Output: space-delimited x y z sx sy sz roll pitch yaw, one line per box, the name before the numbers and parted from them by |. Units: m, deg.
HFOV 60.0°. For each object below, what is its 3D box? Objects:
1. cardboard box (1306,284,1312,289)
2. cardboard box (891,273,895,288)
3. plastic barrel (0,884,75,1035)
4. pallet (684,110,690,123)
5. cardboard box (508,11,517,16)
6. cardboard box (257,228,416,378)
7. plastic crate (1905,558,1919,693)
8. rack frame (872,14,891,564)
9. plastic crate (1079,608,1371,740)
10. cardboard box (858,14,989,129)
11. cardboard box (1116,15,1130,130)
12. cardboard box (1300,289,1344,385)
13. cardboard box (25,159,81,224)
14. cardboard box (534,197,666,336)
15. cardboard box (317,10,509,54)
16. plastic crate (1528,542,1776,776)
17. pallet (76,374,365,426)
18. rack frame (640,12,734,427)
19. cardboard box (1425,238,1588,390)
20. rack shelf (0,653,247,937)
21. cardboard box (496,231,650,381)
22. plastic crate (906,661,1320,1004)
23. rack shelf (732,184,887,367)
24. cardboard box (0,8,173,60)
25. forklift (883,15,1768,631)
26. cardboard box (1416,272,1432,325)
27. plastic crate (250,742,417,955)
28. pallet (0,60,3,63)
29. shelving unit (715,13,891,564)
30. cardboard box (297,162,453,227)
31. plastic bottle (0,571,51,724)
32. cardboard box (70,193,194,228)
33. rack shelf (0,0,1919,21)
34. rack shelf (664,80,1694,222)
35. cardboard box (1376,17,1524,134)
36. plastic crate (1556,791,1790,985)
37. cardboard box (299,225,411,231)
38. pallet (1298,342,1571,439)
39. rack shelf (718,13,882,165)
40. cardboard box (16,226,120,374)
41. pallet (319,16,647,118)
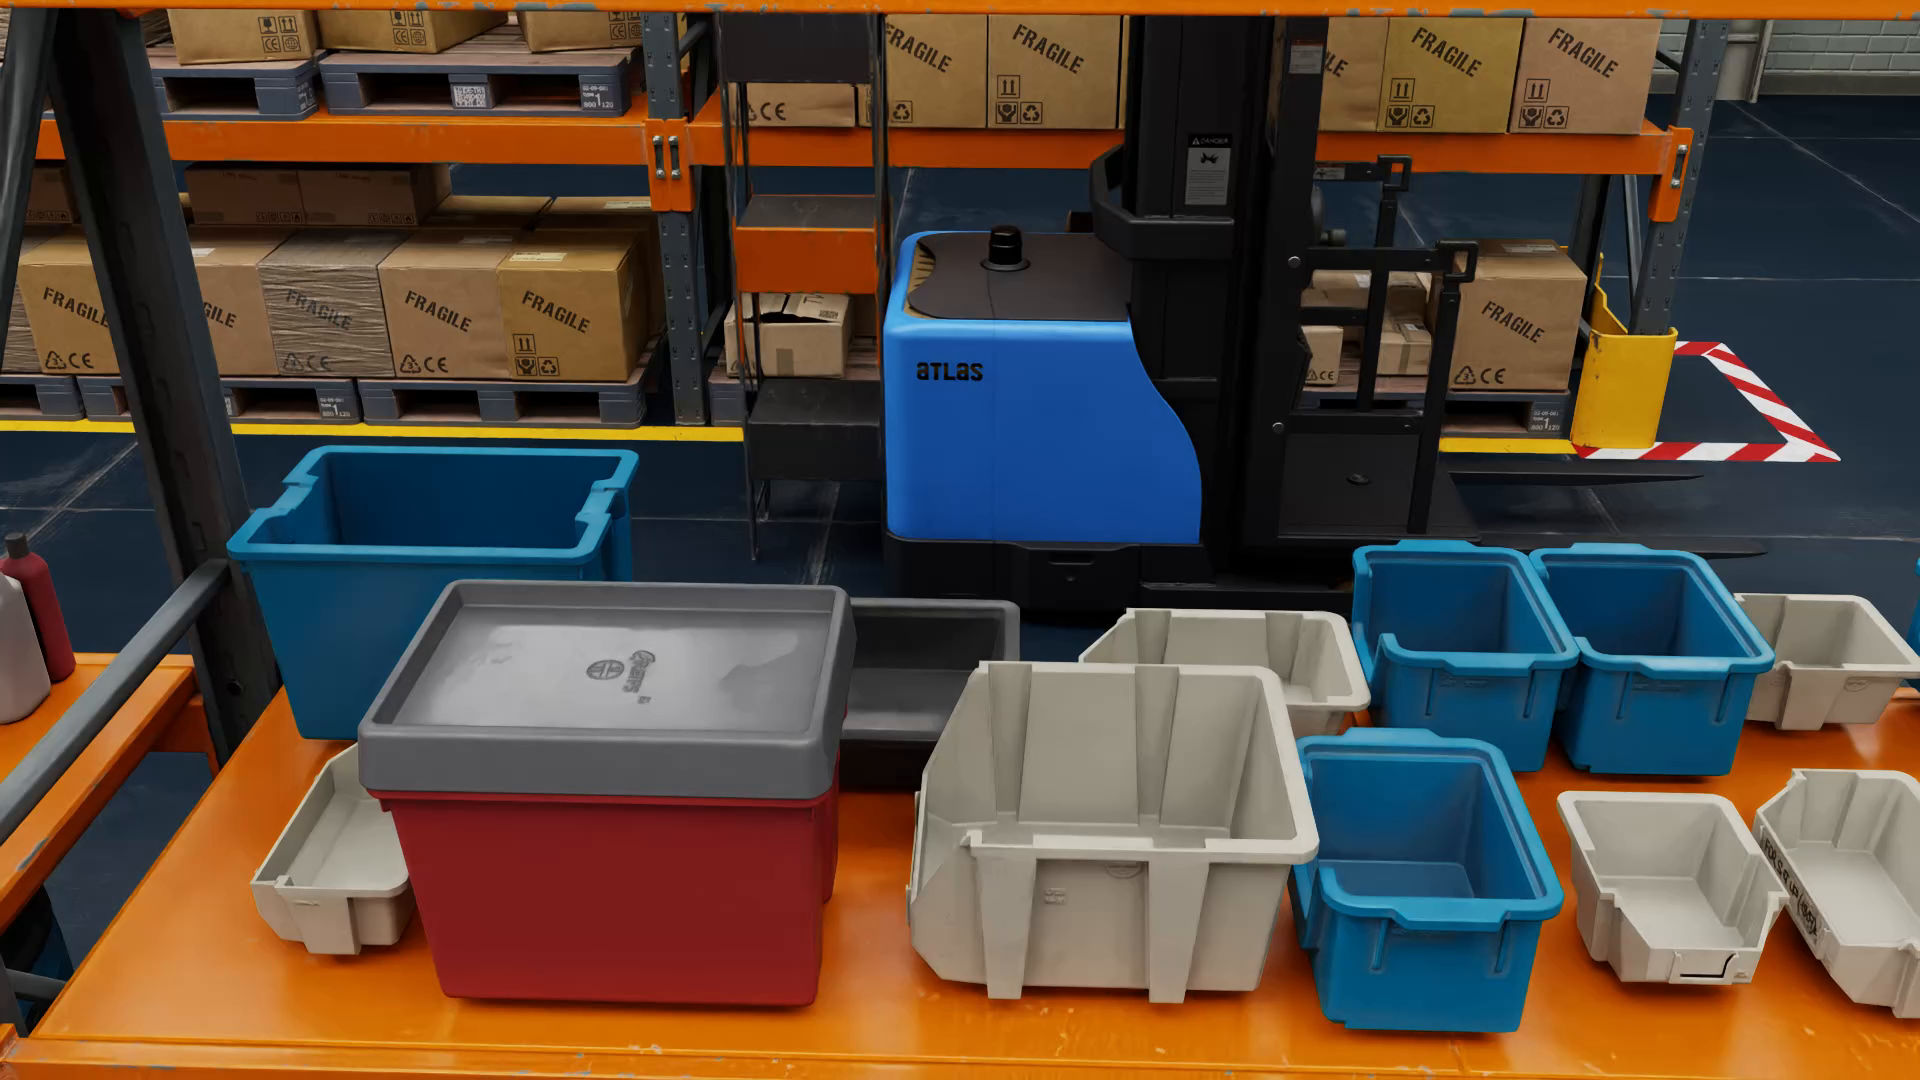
cardboard box | 1.319 -1.119 7.624 0.500 0.250 0.500 1 28 2
cardboard box | -0.190 -1.127 7.748 0.250 0.149 0.380 1 28 2
plastic barrel | -1.868 0.996 2.960 0.708 0.901 0.600 1 28 2
pallet | -1.749 -3.111 11.894 1.213 0.211 1.003 1 28 2
cardboard box | -3.367 -3.577 11.641 0.750 0.750 0.750 1 28 2
cardboard box | -2.644 -1.032 7.192 0.500 0.500 0.500 1 28 2
plastic crate | 1.780 0.216 2.755 0.300 0.233 0.416 1 28 2
rack frame | -0.263 -0.932 5.766 0.015 2.100 0.400 1 28 2
plastic crate | 0.426 0.250 2.794 0.466 0.136 0.293 1 28 2
cardboard box | -0.134 -1.948 6.616 0.500 0.500 0.500 1 28 3
cardboard box | 0.874 -1.931 6.584 0.500 0.500 0.500 1 28 1
cardboard box | 1.351 -0.884 7.181 0.500 0.250 0.500 1 28 2
cardboard box | -4.144 -1.630 7.520 0.500 0.250 0.500 2 28 4
cardboard box | -1.621 -1.259 7.622 0.500 0.500 0.500 0 28 -1
cardboard box | -2.301 -2.371 6.965 0.500 0.500 0.700 5 28 10
plastic crate | 1.122 0.205 2.775 0.300 0.233 0.416 1 28 2
pallet | -3.183 -0.830 7.590 1.213 0.211 1.003 1 28 2
rack frame | -1.146 -2.047 6.909 0.127 3.000 1.000 1 28 2
cardboard box | 2.299 -0.965 7.066 0.500 0.500 0.500 1 28 2
rack shelf | -3.323 0.556 2.766 4.000 0.370 1.077 1 28 2
cardboard box | -1.649 -1.011 7.154 0.500 0.500 0.500 1 28 2
plastic crate | 0.195 0.409 2.339 0.530 0.282 0.437 1 28 2
rack shelf | -0.507 -0.924 5.780 0.480 0.518 0.431 1 28 2
cardboard box | -3.603 -2.281 6.795 0.500 0.500 0.700 6 29 11
forklift | 1.270 -1.238 5.456 3.031 2.935 1.130 1 28 2
cardboard box | 2.195 -1.095 7.669 0.250 0.166 0.380 1 28 2
plastic crate | -0.864 0.436 2.442 0.243 0.136 0.396 1 28 2
pallet | -4.464 -2.050 7.119 1.003 0.211 1.213 1 28 2
shelving unit | -0.507 -0.936 5.774 0.503 2.100 0.431 1 28 2
cardboard box | -2.620 -1.607 7.477 0.500 0.250 0.500 1 28 2
plastic bottle | -1.705 0.135 2.845 0.185 0.351 0.144 1 28 2
cardboard box | -3.683 -1.289 7.678 0.500 0.500 0.500 0 28 0
rack shelf | 0.674 -0.703 1.939 4.000 0.370 1.077 1 28 2
rack shelf | 0.853 -1.696 7.015 4.000 0.370 1.077 1 28 2
cardboard box | 1.876 -1.912 6.547 0.500 0.500 0.500 1 28 2
plastic crate | 0.987 0.498 2.326 0.250 0.136 0.298 1 28 2
cardboard box | -2.653 -1.274 7.651 0.500 0.500 0.500 1 28 2
pallet | 1.979 -0.763 7.464 1.213 0.211 1.003 1 28 2
rack shelf | -0.507 -1.543 5.453 0.480 0.518 0.431 1 28 2
cardboard box | -3.674 -1.045 7.218 0.500 0.500 0.500 1 28 1
pallet | -1.941 -2.026 7.075 1.213 0.211 1.003 1 28 2
